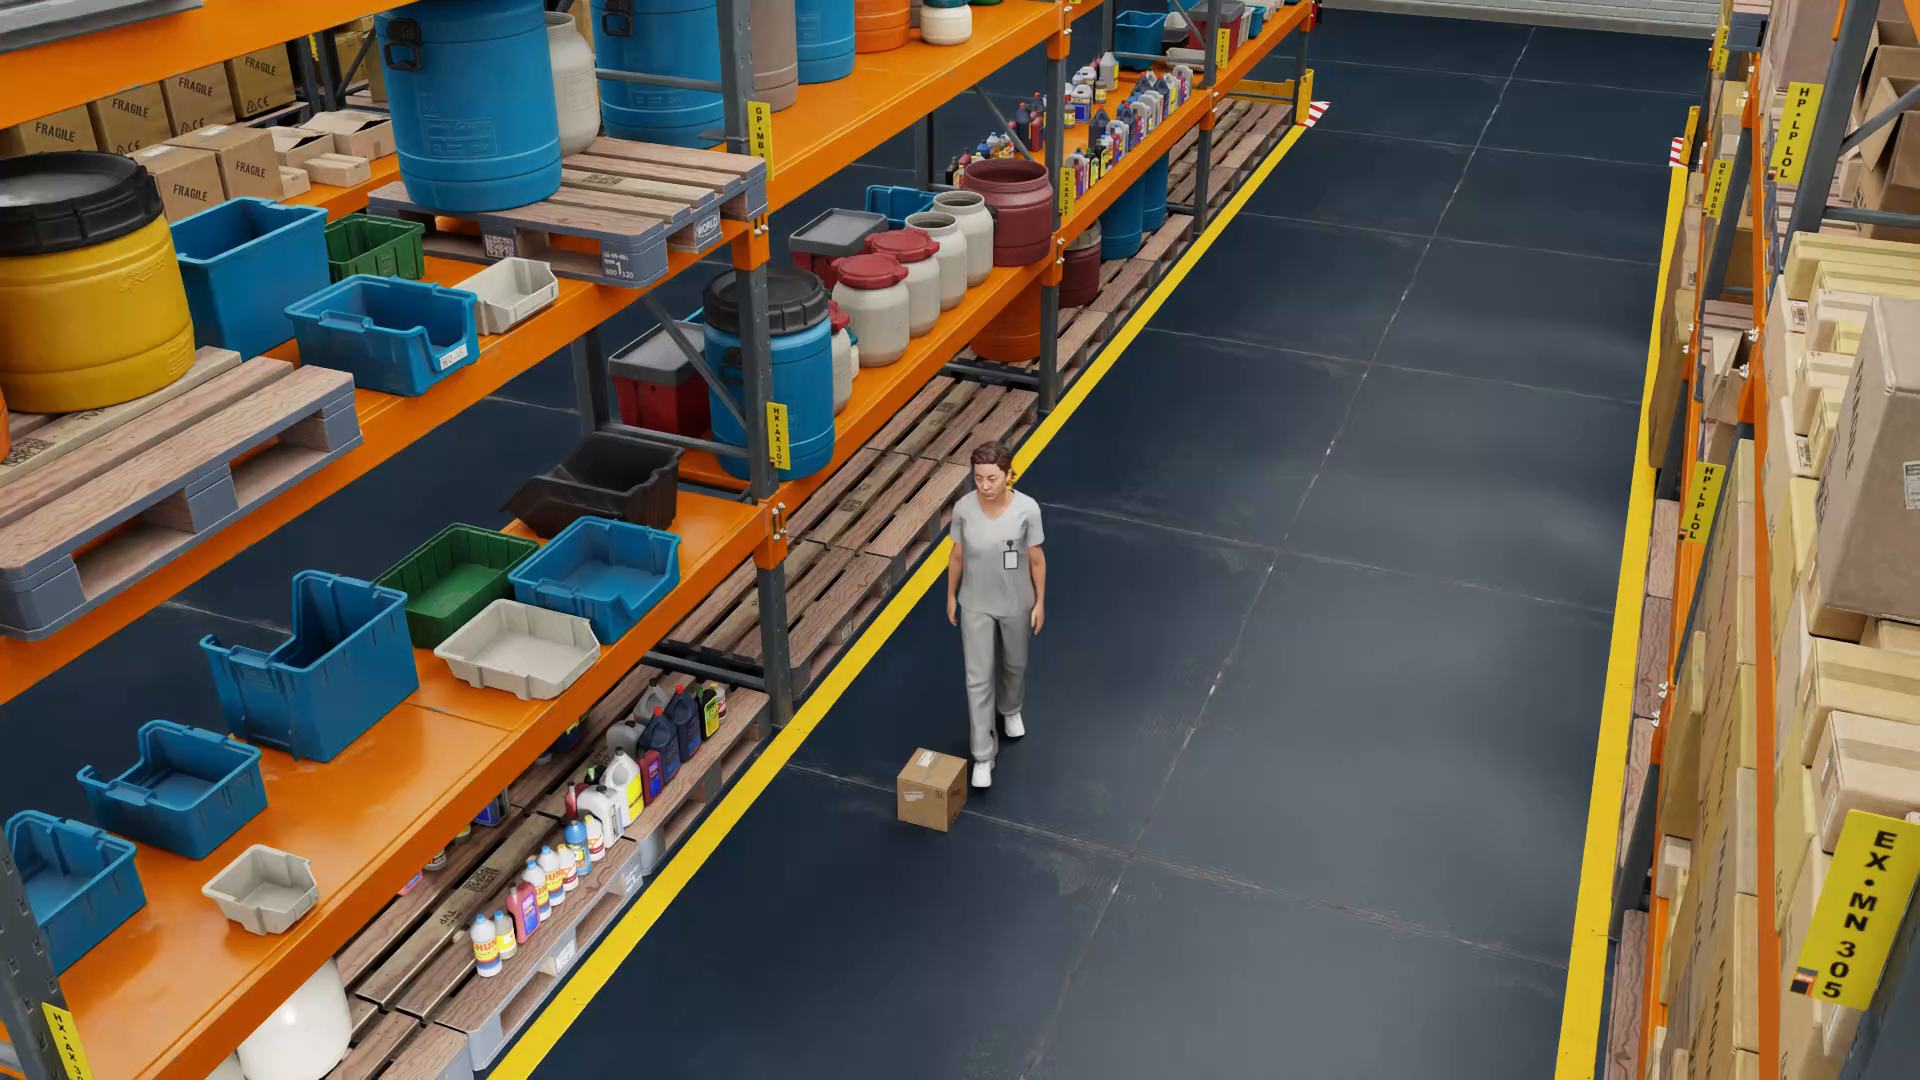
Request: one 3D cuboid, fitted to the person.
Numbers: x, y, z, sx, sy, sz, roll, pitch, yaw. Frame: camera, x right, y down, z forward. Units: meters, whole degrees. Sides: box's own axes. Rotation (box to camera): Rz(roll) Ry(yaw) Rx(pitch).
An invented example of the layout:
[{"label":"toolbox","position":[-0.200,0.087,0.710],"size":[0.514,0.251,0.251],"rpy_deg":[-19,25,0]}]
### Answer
[{"label":"person","position":[0.165,0.322,7.821],"size":[0.467,1.664,0.741],"rpy_deg":[2,30,3]}]
